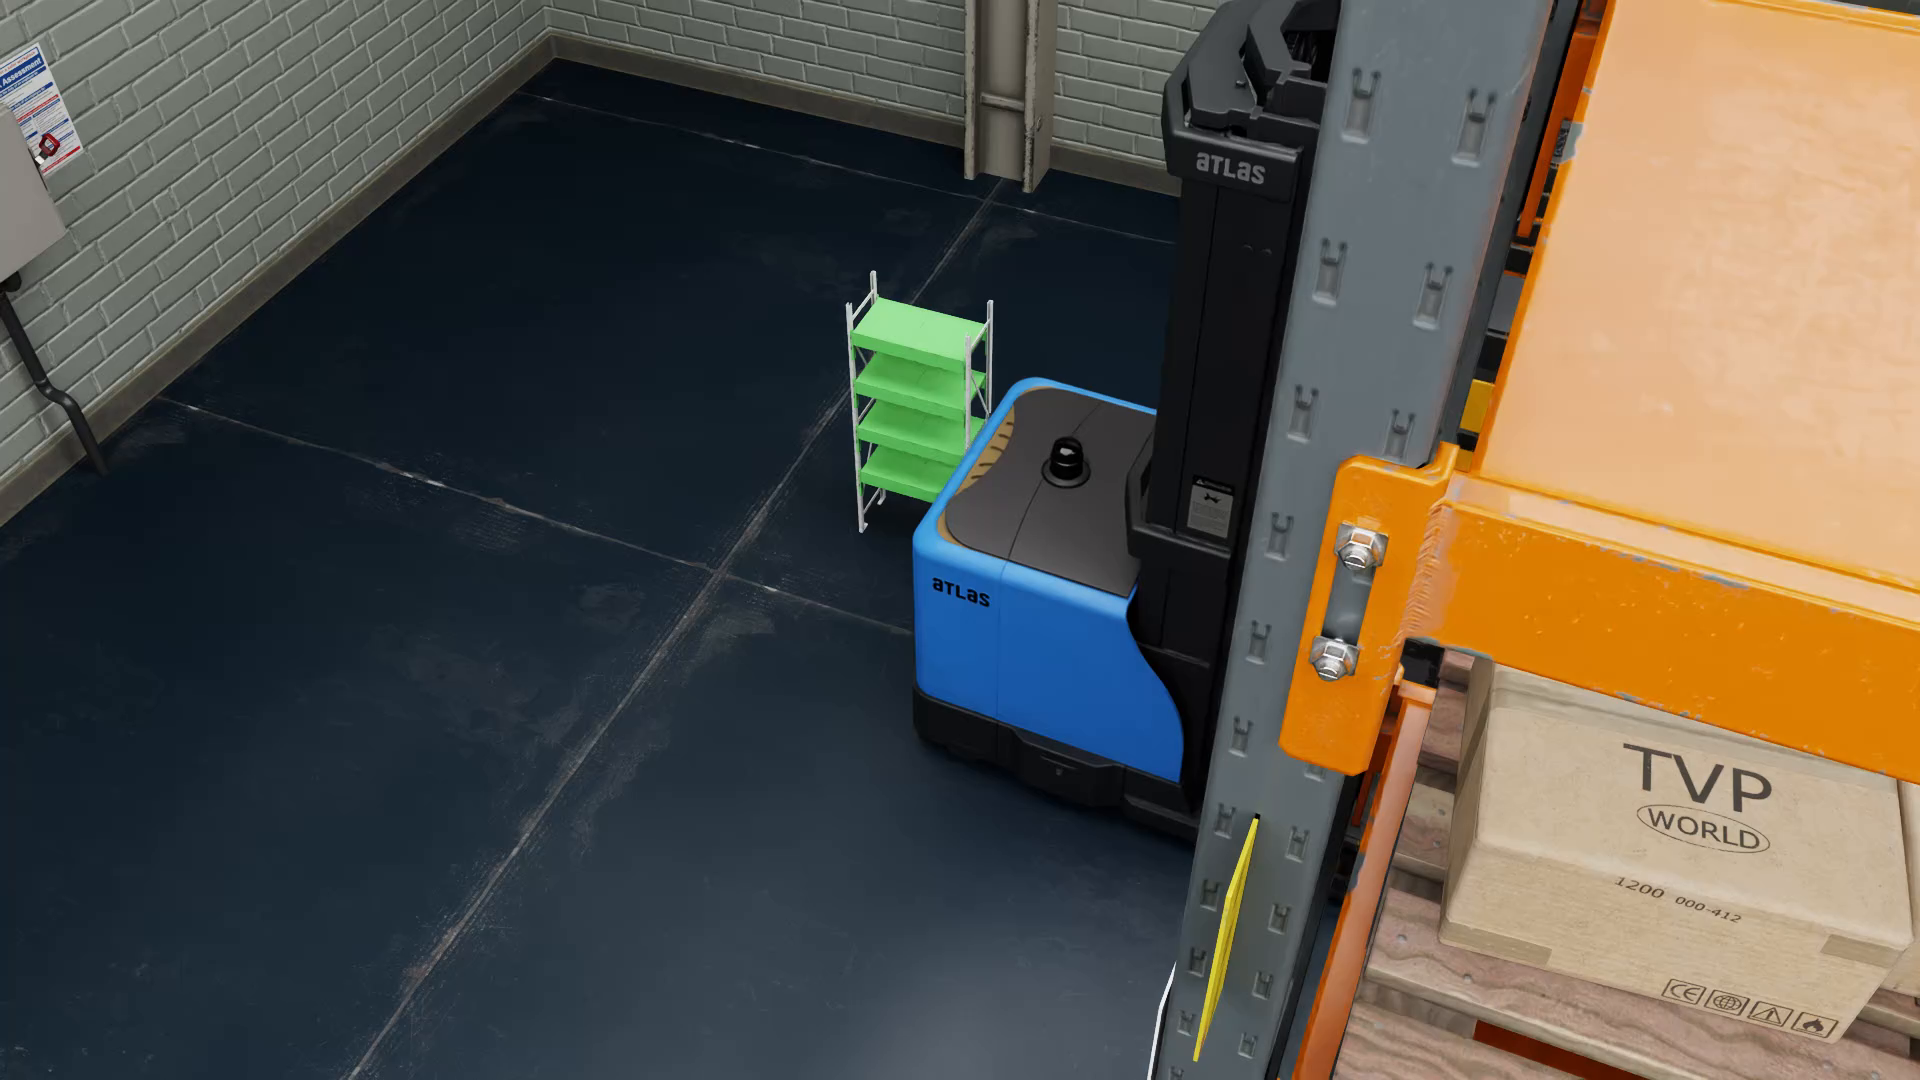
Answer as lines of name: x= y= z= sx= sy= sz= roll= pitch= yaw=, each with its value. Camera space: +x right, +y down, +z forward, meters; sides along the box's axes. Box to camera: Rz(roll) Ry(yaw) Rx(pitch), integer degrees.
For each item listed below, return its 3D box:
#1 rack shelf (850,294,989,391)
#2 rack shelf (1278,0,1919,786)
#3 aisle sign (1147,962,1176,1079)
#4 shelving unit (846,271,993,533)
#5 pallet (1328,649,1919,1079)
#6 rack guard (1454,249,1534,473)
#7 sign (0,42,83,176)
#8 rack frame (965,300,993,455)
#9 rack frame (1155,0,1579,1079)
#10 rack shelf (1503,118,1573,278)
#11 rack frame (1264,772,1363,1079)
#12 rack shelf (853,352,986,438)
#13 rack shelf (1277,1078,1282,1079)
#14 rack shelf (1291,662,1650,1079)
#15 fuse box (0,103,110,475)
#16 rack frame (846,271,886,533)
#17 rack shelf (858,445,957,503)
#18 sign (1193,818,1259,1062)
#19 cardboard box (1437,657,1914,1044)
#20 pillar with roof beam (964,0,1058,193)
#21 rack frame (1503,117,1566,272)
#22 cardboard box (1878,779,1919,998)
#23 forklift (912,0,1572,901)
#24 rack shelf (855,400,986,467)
rack shelf: x=-0.153 y=-0.765 z=6.417 sx=0.480 sy=0.148 sz=0.258 roll=16 pitch=47 yaw=16
rack shelf: x=2.341 y=0.278 z=1.223 sx=4.000 sy=0.370 sz=1.077 roll=16 pitch=47 yaw=16
aisle sign: x=0.317 y=0.712 z=2.403 sx=0.004 sy=0.787 sz=0.394 roll=16 pitch=47 yaw=16
shelving unit: x=-0.153 y=-0.470 z=6.711 sx=0.503 sy=1.200 sz=0.258 roll=16 pitch=47 yaw=16
pallet: x=1.184 y=0.627 z=2.268 sx=1.213 sy=0.211 sz=1.003 roll=16 pitch=47 yaw=16
rack guard: x=2.473 y=-0.861 z=7.600 sx=0.348 sy=0.500 sz=1.175 roll=16 pitch=47 yaw=16
sign: x=-3.776 y=-1.723 z=6.762 sx=0.001 sy=0.494 sz=0.329 roll=16 pitch=47 yaw=16
rack frame: x=0.072 y=-0.404 z=6.644 sx=0.015 sy=1.200 sz=0.240 roll=16 pitch=47 yaw=16
rack frame: x=0.495 y=-0.662 z=1.374 sx=0.127 sy=3.000 sz=1.000 roll=16 pitch=47 yaw=16
rack shelf: x=4.248 y=-0.969 z=6.447 sx=4.000 sy=0.370 sz=1.077 roll=16 pitch=47 yaw=16
rack frame: x=0.495 y=1.465 z=3.490 sx=0.127 sy=3.000 sz=1.000 roll=16 pitch=47 yaw=16
rack shelf: x=-0.153 y=-0.595 z=6.587 sx=0.480 sy=0.148 sz=0.258 roll=16 pitch=47 yaw=16
rack shelf: x=2.341 y=2.263 z=3.198 sx=4.000 sy=0.370 sz=1.077 roll=16 pitch=47 yaw=16
rack shelf: x=2.341 y=1.199 z=2.140 sx=4.000 sy=0.370 sz=1.077 roll=16 pitch=47 yaw=16
fuse box: x=-3.775 y=-0.922 z=6.803 sx=0.414 sy=1.711 sz=0.539 roll=16 pitch=47 yaw=16
rack frame: x=-0.378 y=-0.537 z=6.777 sx=0.015 sy=1.200 sz=0.240 roll=16 pitch=47 yaw=16
rack shelf: x=-0.153 y=-0.255 z=6.925 sx=0.480 sy=0.148 sz=0.258 roll=16 pitch=47 yaw=16
sign: x=0.276 y=0.423 z=1.735 sx=0.005 sy=0.325 sz=0.100 roll=16 pitch=47 yaw=16
cardboard box: x=0.945 y=0.334 z=2.238 sx=0.500 sy=0.250 sz=0.500 roll=12 pitch=46 yaw=12
pillar with roof beam: x=-1.396 y=-2.411 z=3.132 sx=0.400 sy=9.000 sz=9.100 roll=16 pitch=47 yaw=16
rack frame: x=2.402 y=-1.768 z=6.739 sx=0.127 sy=3.000 sz=1.000 roll=16 pitch=47 yaw=16
cardboard box: x=1.363 y=0.431 z=2.212 sx=0.250 sy=0.149 sz=0.380 roll=13 pitch=46 yaw=13
forklift: x=1.385 y=-0.168 z=5.180 sx=3.031 sy=2.935 sz=1.130 roll=18 pitch=47 yaw=17
rack shelf: x=-0.153 y=-0.425 z=6.756 sx=0.480 sy=0.148 sz=0.258 roll=16 pitch=47 yaw=16
